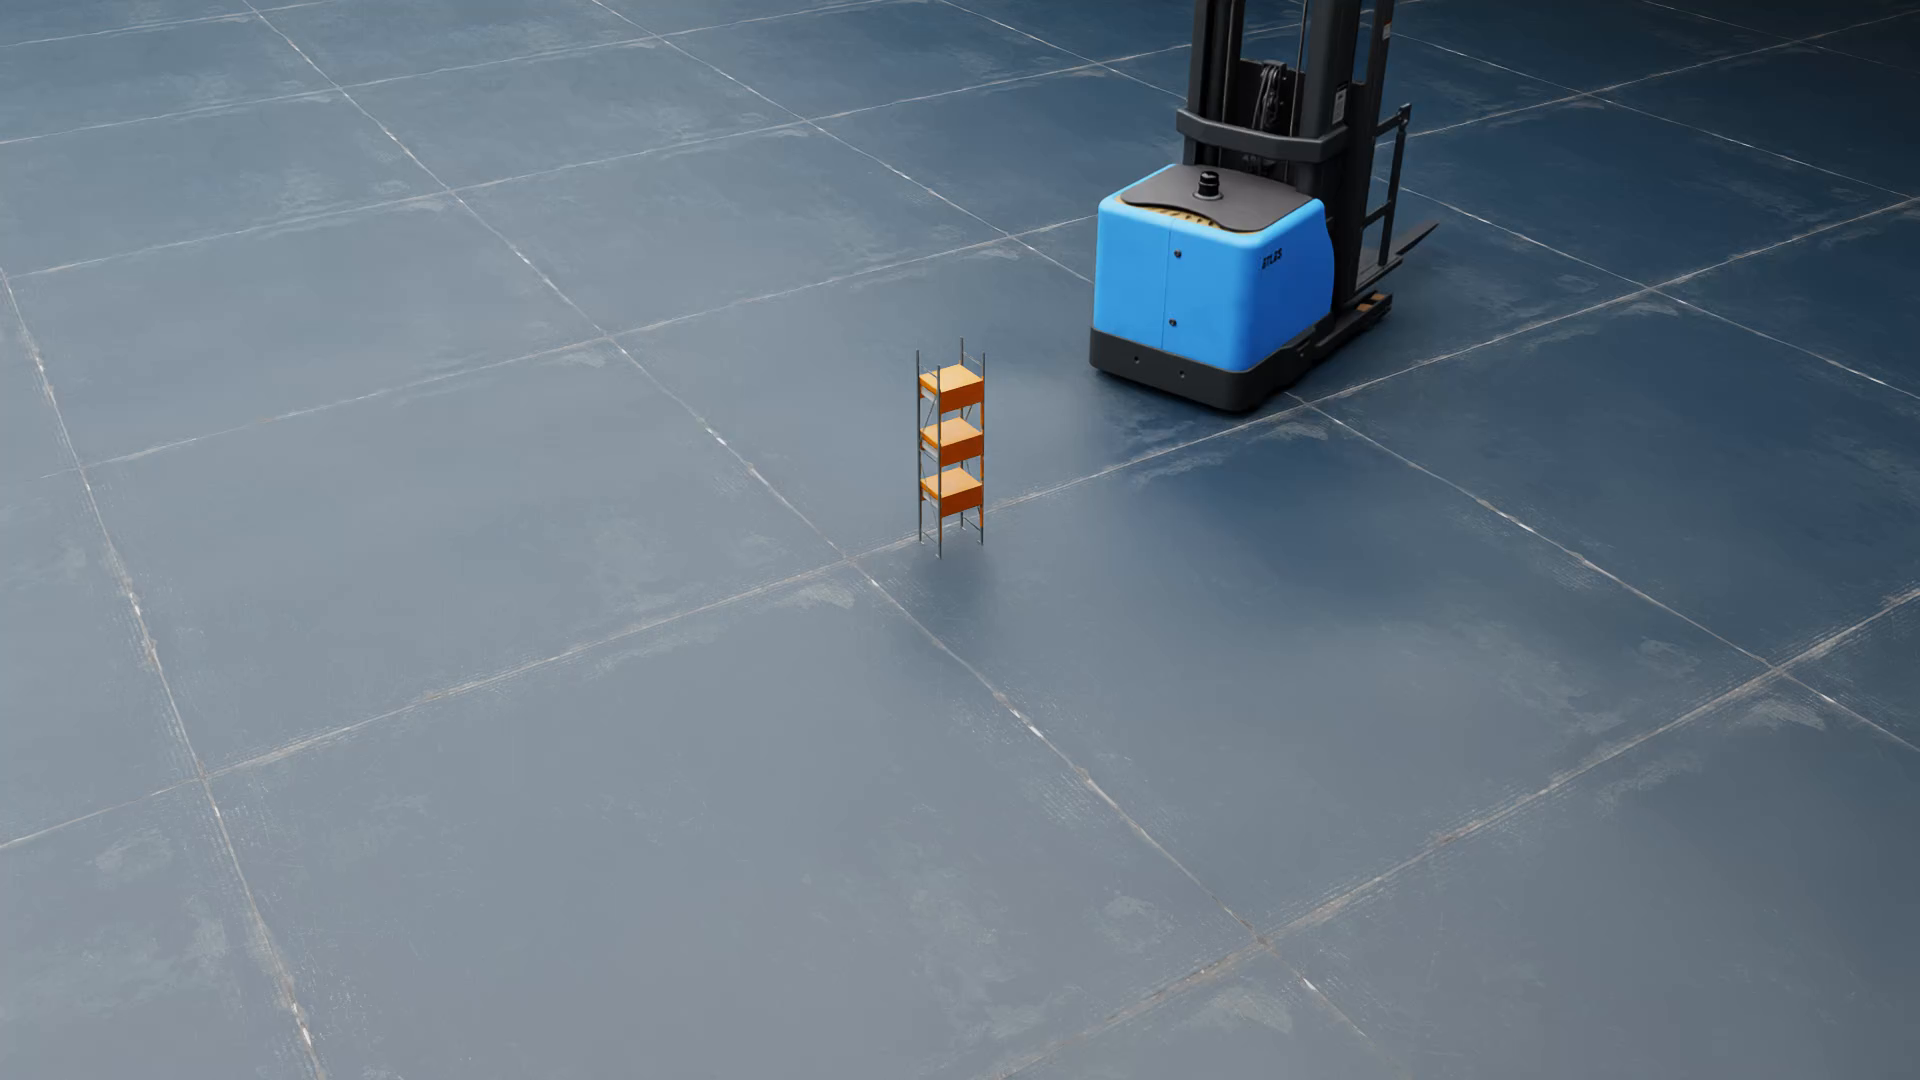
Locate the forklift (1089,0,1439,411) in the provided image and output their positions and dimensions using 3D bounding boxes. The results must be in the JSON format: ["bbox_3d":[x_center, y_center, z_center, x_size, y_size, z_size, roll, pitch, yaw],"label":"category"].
[{"bbox_3d":[2.056,-2.683,9.756,1.130,2.935,3.031,22,39,31],"label":"forklift"}]

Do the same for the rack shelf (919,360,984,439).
[{"bbox_3d":[-0.045,-0.660,7.800,0.240,0.259,0.215,-19,37,-27],"label":"rack shelf"}]

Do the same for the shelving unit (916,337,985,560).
[{"bbox_3d":[-0.045,-0.429,7.945,0.252,1.050,0.215,-19,37,-27],"label":"shelving unit"}]

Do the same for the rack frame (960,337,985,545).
[{"bbox_3d":[0.058,-0.464,8.001,0.008,1.050,0.200,-19,37,-27],"label":"rack frame"}]

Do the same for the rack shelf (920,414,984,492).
[{"bbox_3d":[-0.045,-0.420,7.951,0.240,0.259,0.215,-19,37,-27],"label":"rack shelf"}]

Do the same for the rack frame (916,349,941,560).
[{"bbox_3d":[-0.148,-0.393,7.889,0.008,1.050,0.200,-19,37,-27],"label":"rack frame"}]

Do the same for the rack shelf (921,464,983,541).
[{"bbox_3d":[-0.045,-0.185,8.099,0.240,0.259,0.215,-19,37,-27],"label":"rack shelf"}]
